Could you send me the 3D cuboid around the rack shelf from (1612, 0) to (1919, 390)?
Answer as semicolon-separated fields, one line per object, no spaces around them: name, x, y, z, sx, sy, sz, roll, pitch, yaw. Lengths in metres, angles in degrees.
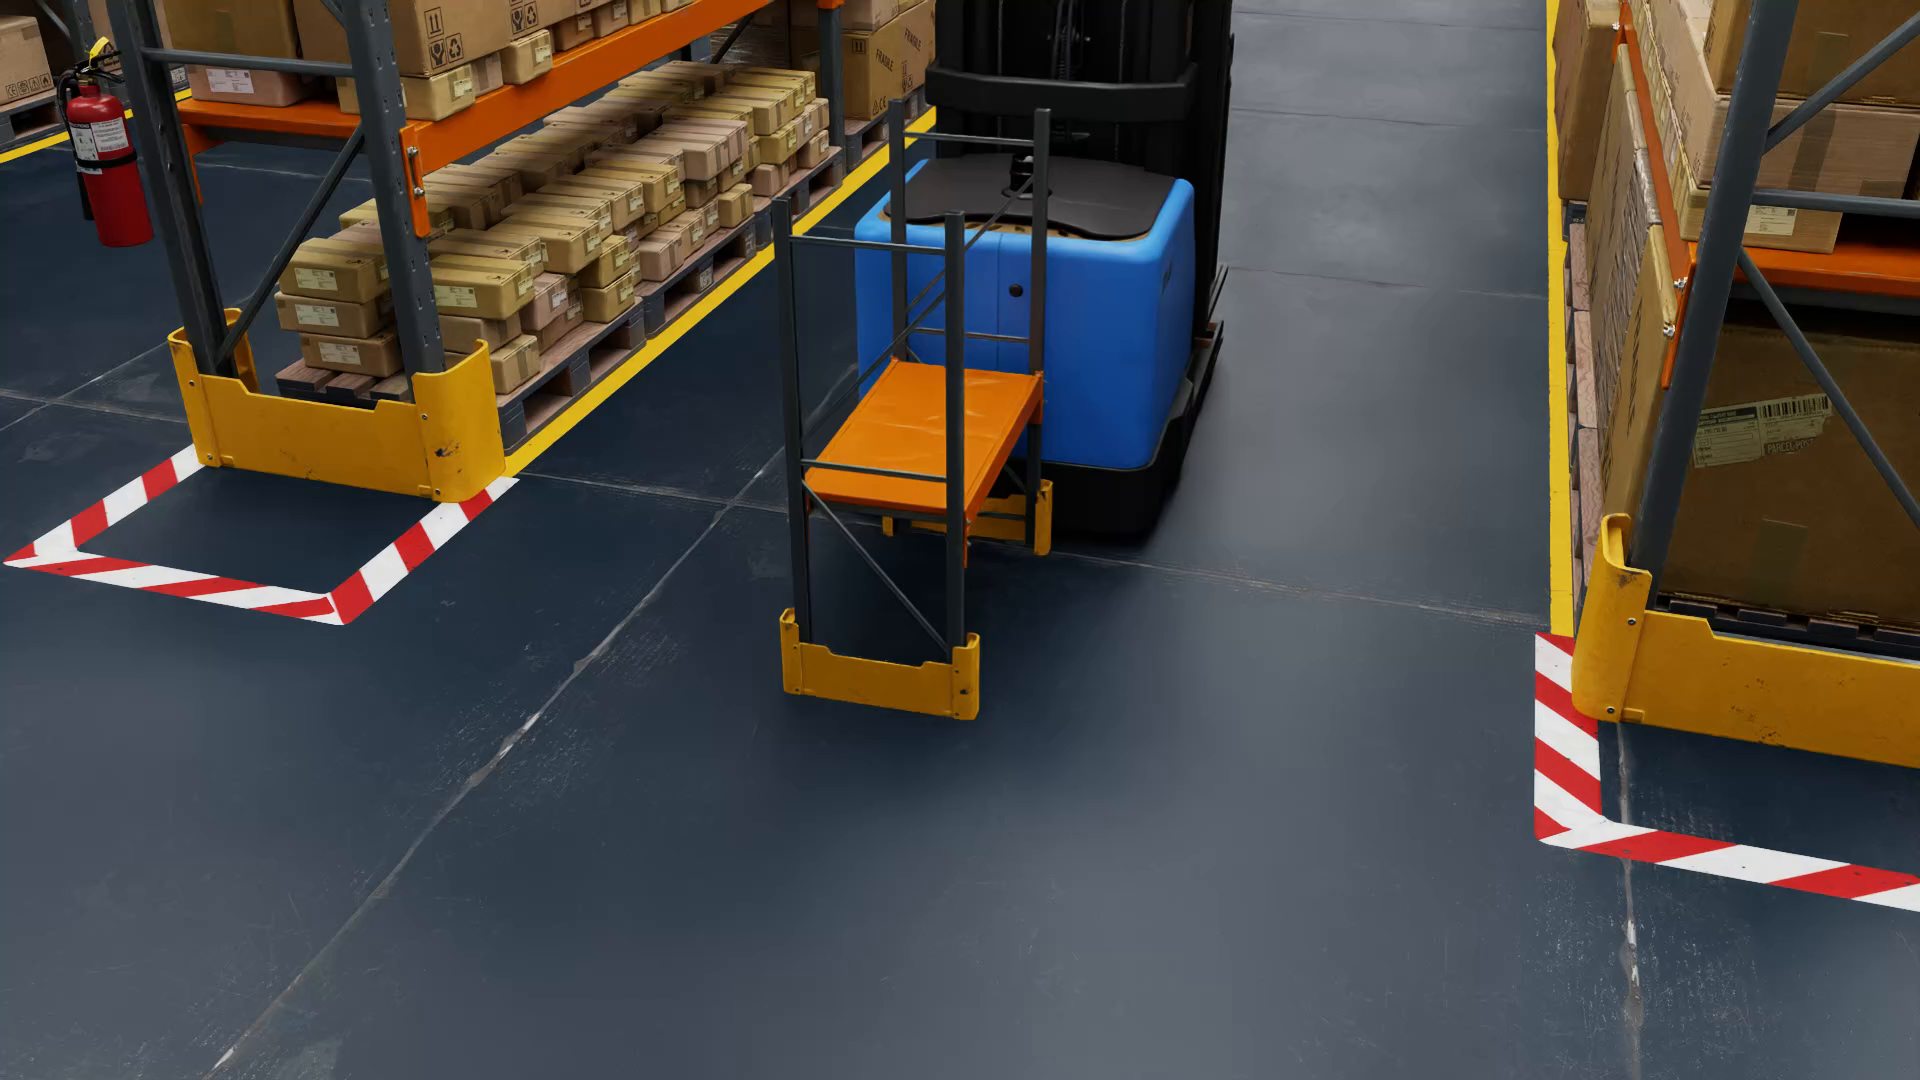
rack shelf;2.984;-1.423;5.962;1.077;0.370;4.000;8;30;15

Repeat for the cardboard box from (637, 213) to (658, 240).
cardboard box;-1.588;-1.455;7.474;0.380;0.149;0.250;10;31;17

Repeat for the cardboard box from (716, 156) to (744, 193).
cardboard box;-1.282;-1.819;8.128;0.380;0.149;0.250;9;30;16

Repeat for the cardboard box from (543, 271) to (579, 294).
cardboard box;-1.794;-1.082;6.805;0.380;0.149;0.250;9;30;16

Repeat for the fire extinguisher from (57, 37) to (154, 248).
fire extinguisher;-2.830;-1.314;5.490;0.296;0.674;0.183;8;30;15

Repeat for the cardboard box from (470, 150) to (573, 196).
cardboard box;-1.973;-1.640;7.501;0.380;0.149;0.250;7;30;13

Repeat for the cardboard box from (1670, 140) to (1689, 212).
cardboard box;2.262;-1.031;4.777;0.380;0.149;0.250;9;30;15

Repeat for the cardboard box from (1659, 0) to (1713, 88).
cardboard box;2.584;-1.607;5.402;0.500;0.250;0.500;7;30;13

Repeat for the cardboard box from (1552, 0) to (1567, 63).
cardboard box;4.523;-3.463;10.643;1.225;0.875;0.875;7;30;13

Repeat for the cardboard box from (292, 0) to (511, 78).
cardboard box;-1.919;-1.905;5.680;0.500;0.500;0.500;10;31;17

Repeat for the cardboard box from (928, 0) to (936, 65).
cardboard box;-0.376;-3.309;10.753;0.500;0.500;0.500;9;30;16

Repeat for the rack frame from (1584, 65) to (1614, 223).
rack frame;3.571;-2.666;7.458;1.000;3.000;0.127;8;30;15

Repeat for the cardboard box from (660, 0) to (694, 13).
cardboard box;-1.391;-2.408;7.252;0.380;0.149;0.250;9;30;16

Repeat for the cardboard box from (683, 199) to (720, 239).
cardboard box;-1.374;-1.535;7.925;0.380;0.149;0.250;9;30;16

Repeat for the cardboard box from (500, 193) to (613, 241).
cardboard box;-1.680;-1.326;6.937;0.380;0.149;0.250;7;30;12

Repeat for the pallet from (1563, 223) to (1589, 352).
pallet;3.273;-1.106;7.520;1.003;0.211;1.213;8;30;15

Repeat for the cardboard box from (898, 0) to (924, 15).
cardboard box;-0.517;-3.394;10.133;0.500;0.250;0.500;9;30;16

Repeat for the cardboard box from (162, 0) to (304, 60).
cardboard box;-2.429;-1.982;5.818;0.500;0.500;0.500;9;30;16

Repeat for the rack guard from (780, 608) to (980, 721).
rack guard;-0.234;0.361;4.844;0.587;0.250;0.087;7;30;13

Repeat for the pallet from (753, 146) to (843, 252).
pallet;-1.304;-1.885;8.922;1.003;0.211;1.213;8;30;15

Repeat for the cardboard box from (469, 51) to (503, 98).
cardboard box;-1.871;-1.680;5.944;0.380;0.149;0.250;10;30;17

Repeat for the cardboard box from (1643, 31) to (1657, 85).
cardboard box;2.710;-1.742;6.054;0.380;0.149;0.250;8;30;13

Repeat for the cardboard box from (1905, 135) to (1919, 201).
cardboard box;2.796;-1.057;4.412;0.500;0.250;0.500;8;30;14

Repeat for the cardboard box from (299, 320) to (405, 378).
cardboard box;-2.359;-0.774;6.557;0.380;0.149;0.250;9;30;16

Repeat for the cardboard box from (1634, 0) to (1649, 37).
cardboard box;2.937;-2.100;6.697;0.380;0.149;0.250;8;30;13

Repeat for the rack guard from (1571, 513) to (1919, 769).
rack guard;2.390;0.296;4.704;1.175;0.500;0.348;8;30;15

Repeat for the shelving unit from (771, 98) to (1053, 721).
shelving unit;-0.106;-0.419;4.960;0.587;1.500;1.083;7;30;13

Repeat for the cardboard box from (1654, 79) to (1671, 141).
cardboard box;2.485;-1.385;5.413;0.380;0.149;0.250;8;30;14

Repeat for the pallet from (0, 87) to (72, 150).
pallet;-6.200;-2.520;10.062;1.003;0.211;1.213;8;30;15

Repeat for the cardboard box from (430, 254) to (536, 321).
cardboard box;-1.836;-0.955;6.270;0.380;0.149;0.250;7;30;13

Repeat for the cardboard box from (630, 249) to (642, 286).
cardboard box;-1.626;-1.183;7.291;0.380;0.149;0.250;9;30;15

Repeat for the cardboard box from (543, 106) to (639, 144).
cardboard box;-1.812;-2.013;8.172;0.380;0.149;0.250;9;30;16

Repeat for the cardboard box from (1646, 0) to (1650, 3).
cardboard box;3.032;-2.320;6.682;0.500;0.250;0.500;8;30;15

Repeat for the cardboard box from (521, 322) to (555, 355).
cardboard box;-1.856;-0.831;6.659;0.380;0.149;0.250;8;30;15

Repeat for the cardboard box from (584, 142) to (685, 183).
cardboard box;-1.486;-1.700;7.609;0.380;0.149;0.250;9;30;15

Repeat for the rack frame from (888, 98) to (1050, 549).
rack frame;0.026;-0.662;5.398;0.500;1.500;0.032;7;30;13

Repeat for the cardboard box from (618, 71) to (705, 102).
cardboard box;-1.577;-2.369;8.811;0.380;0.149;0.250;10;31;17

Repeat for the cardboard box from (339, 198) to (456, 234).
cardboard box;-2.318;-1.289;6.871;0.380;0.149;0.250;8;30;14

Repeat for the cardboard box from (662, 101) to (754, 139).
cardboard box;-1.250;-2.066;8.267;0.380;0.149;0.250;9;30;17

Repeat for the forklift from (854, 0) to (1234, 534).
forklift;0.509;-2.003;6.335;1.130;2.935;3.031;7;30;13

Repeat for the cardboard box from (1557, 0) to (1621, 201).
cardboard box;3.740;-2.222;8.412;1.225;0.875;0.875;9;30;15

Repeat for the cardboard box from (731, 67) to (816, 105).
cardboard box;-0.996;-2.416;8.897;0.380;0.149;0.250;9;30;16

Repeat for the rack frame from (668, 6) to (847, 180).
rack frame;-1.141;-3.421;8.814;1.000;3.000;0.127;8;30;15

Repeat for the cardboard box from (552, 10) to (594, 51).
cardboard box;-1.693;-2.060;6.627;0.380;0.149;0.250;8;30;14

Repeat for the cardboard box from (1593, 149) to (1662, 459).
cardboard box;2.776;-0.794;5.846;0.875;0.875;0.875;8;30;15

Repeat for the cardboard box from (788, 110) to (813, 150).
cardboard box;-0.997;-2.170;8.759;0.380;0.149;0.250;7;30;12

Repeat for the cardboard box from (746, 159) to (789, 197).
cardboard box;-1.102;-1.887;8.557;0.380;0.149;0.250;7;30;13
